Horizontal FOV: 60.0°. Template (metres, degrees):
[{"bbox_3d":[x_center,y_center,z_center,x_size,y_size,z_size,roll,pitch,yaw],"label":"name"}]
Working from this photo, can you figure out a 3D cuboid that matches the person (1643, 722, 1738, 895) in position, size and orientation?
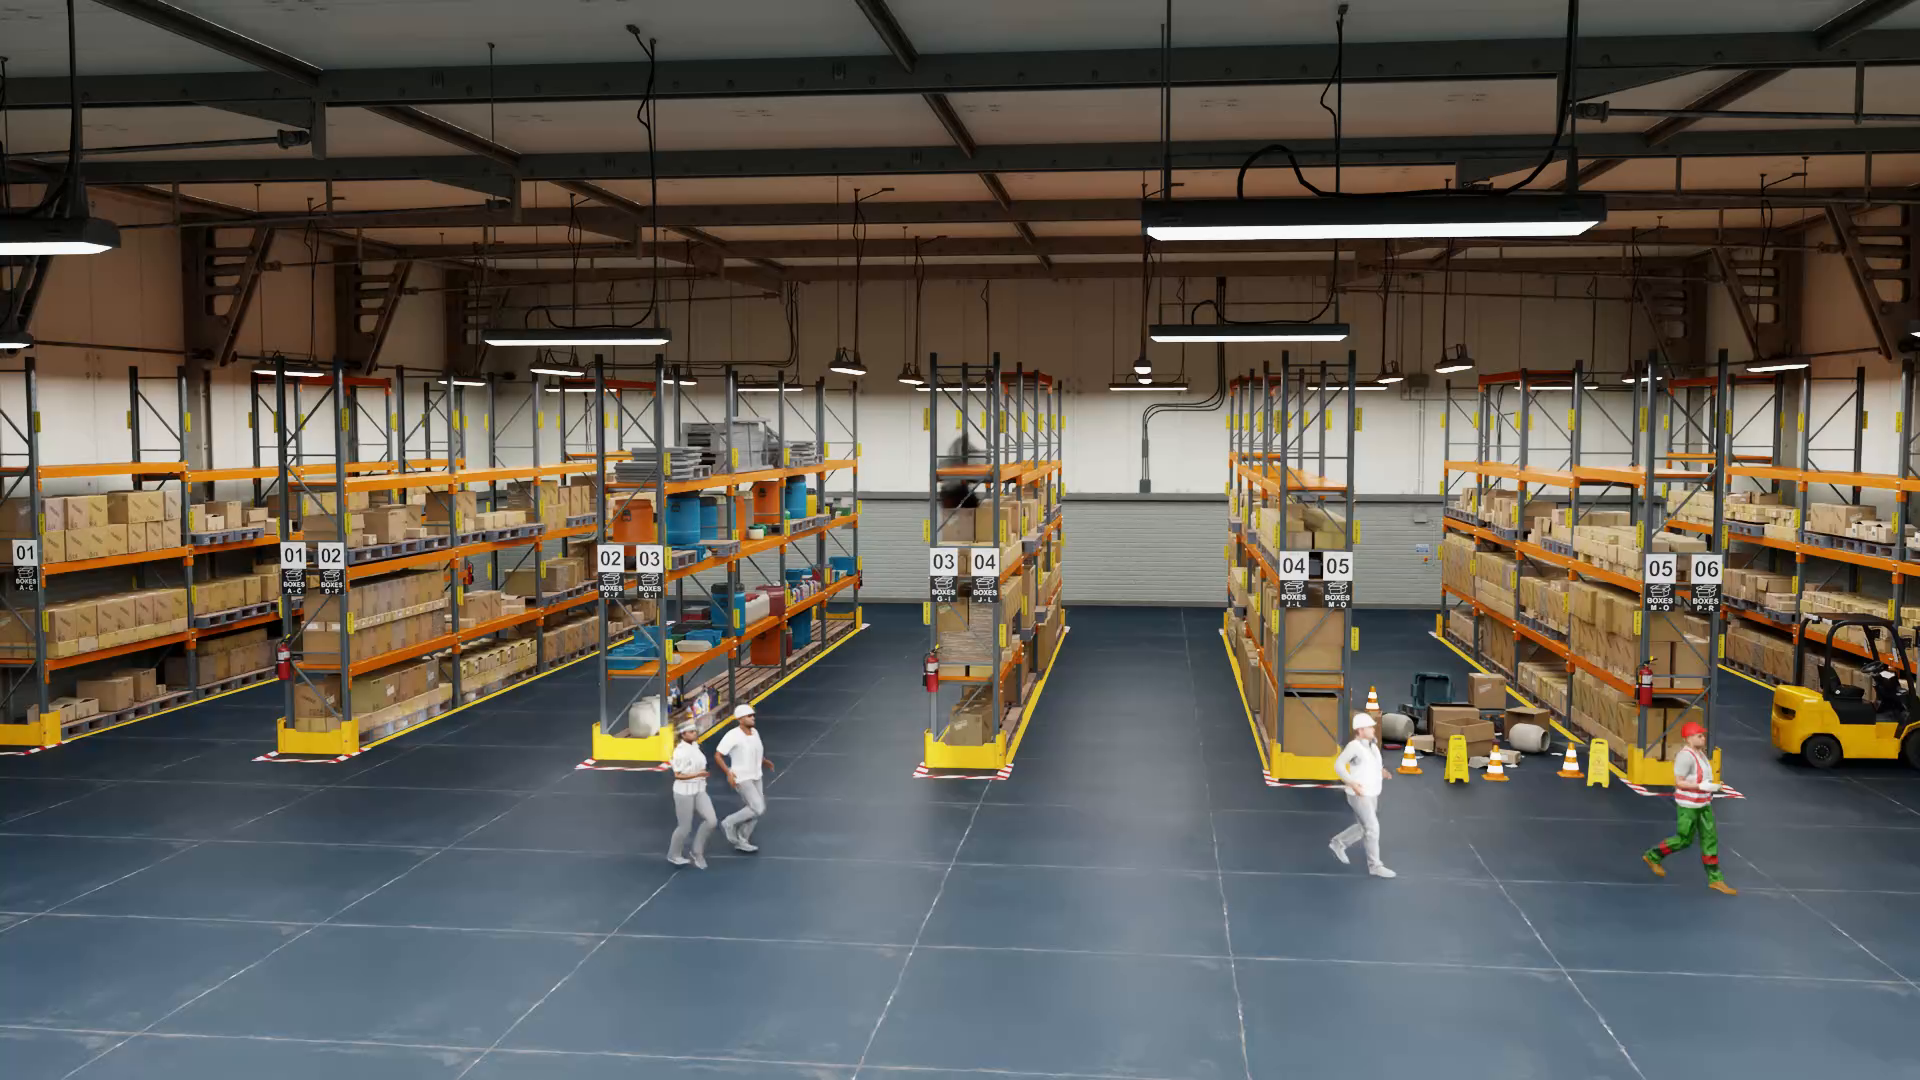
[{"bbox_3d":[7.819,2.832,17.743,0.656,1.786,0.964,-4,5,-41],"label":"person"}]

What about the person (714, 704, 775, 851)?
[{"bbox_3d":[-2.464,2.772,19.355,0.576,1.720,0.698,2,5,27],"label":"person"}]

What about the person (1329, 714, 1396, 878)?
[{"bbox_3d":[4.466,2.800,18.442,0.844,1.761,0.671,3,5,39],"label":"person"}]

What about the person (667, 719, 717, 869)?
[{"bbox_3d":[-2.988,2.850,18.610,0.667,1.728,0.558,2,5,31],"label":"person"}]
